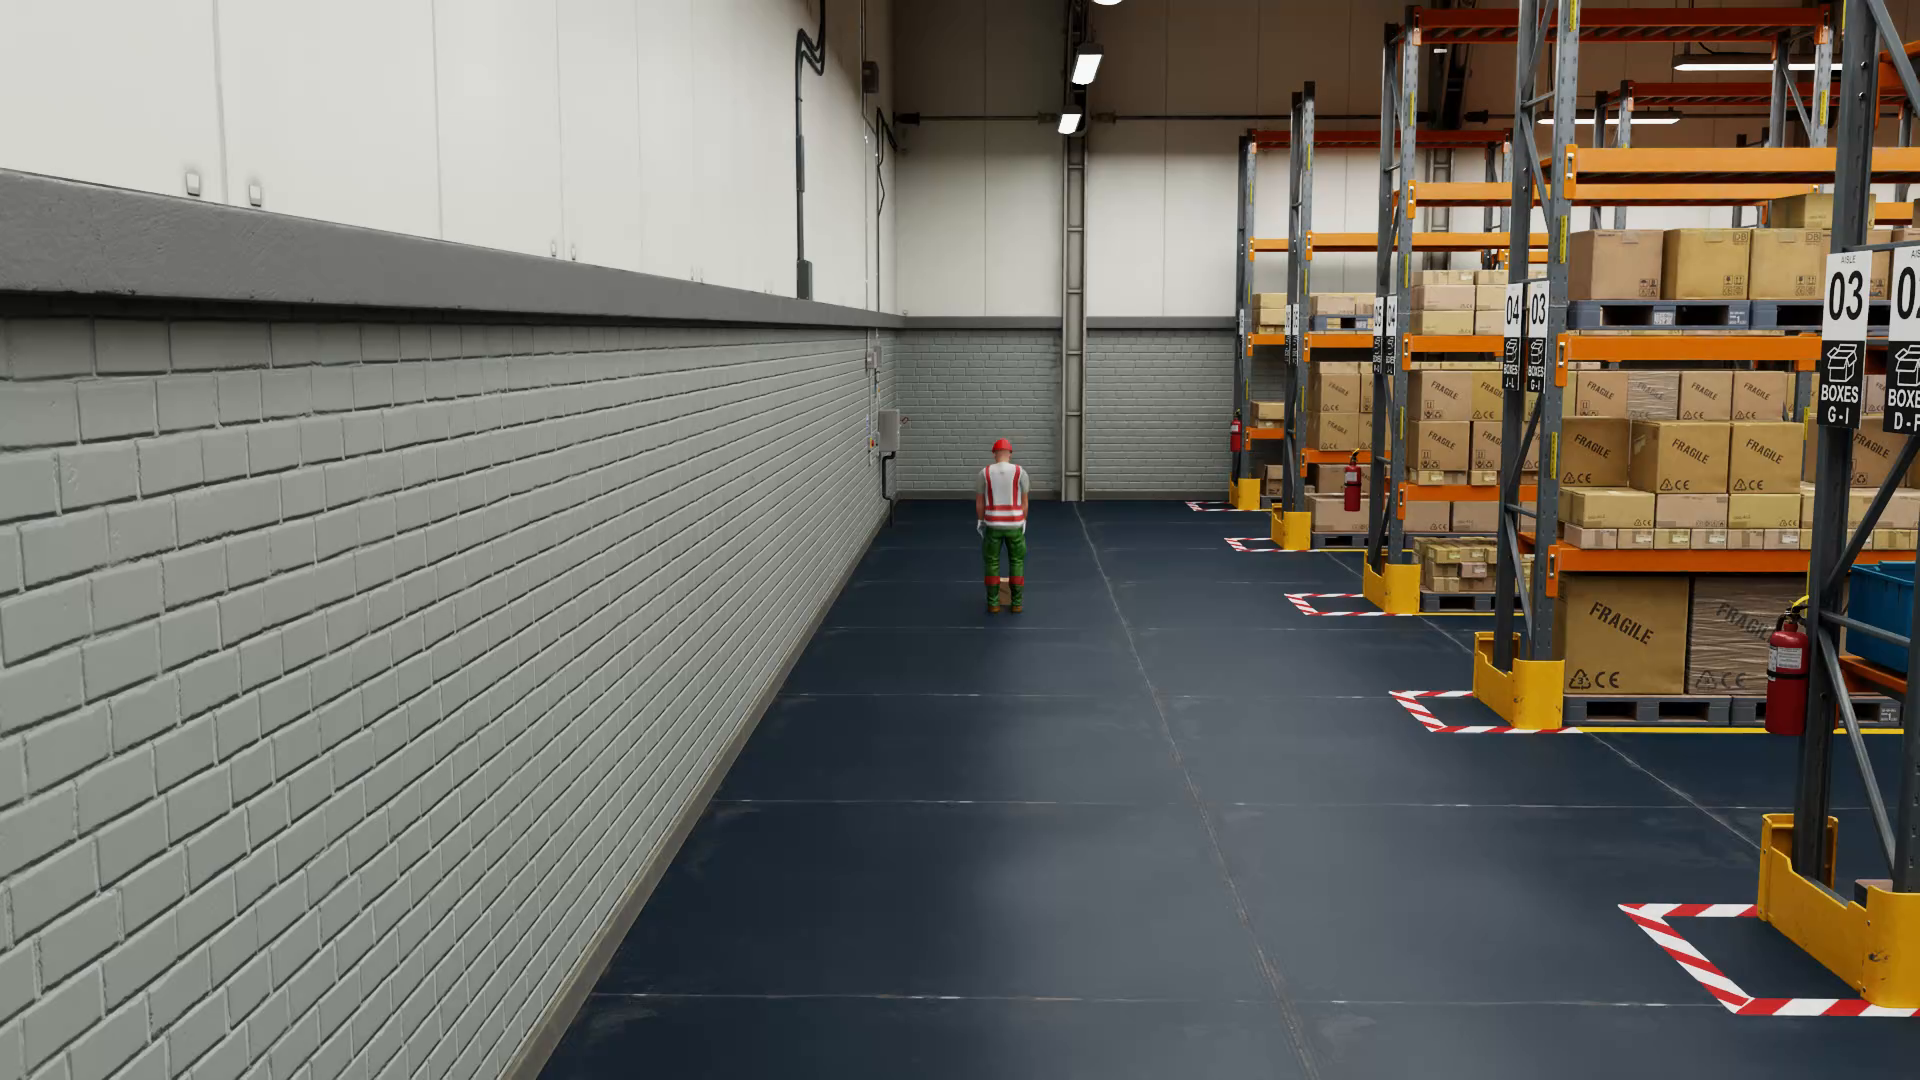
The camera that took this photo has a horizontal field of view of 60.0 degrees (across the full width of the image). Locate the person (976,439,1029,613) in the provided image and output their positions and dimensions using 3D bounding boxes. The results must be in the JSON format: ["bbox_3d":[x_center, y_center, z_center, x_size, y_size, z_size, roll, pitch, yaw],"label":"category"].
[{"bbox_3d":[0.429,-0.146,16.969,0.536,1.757,0.414,0,7,3],"label":"person"}]
